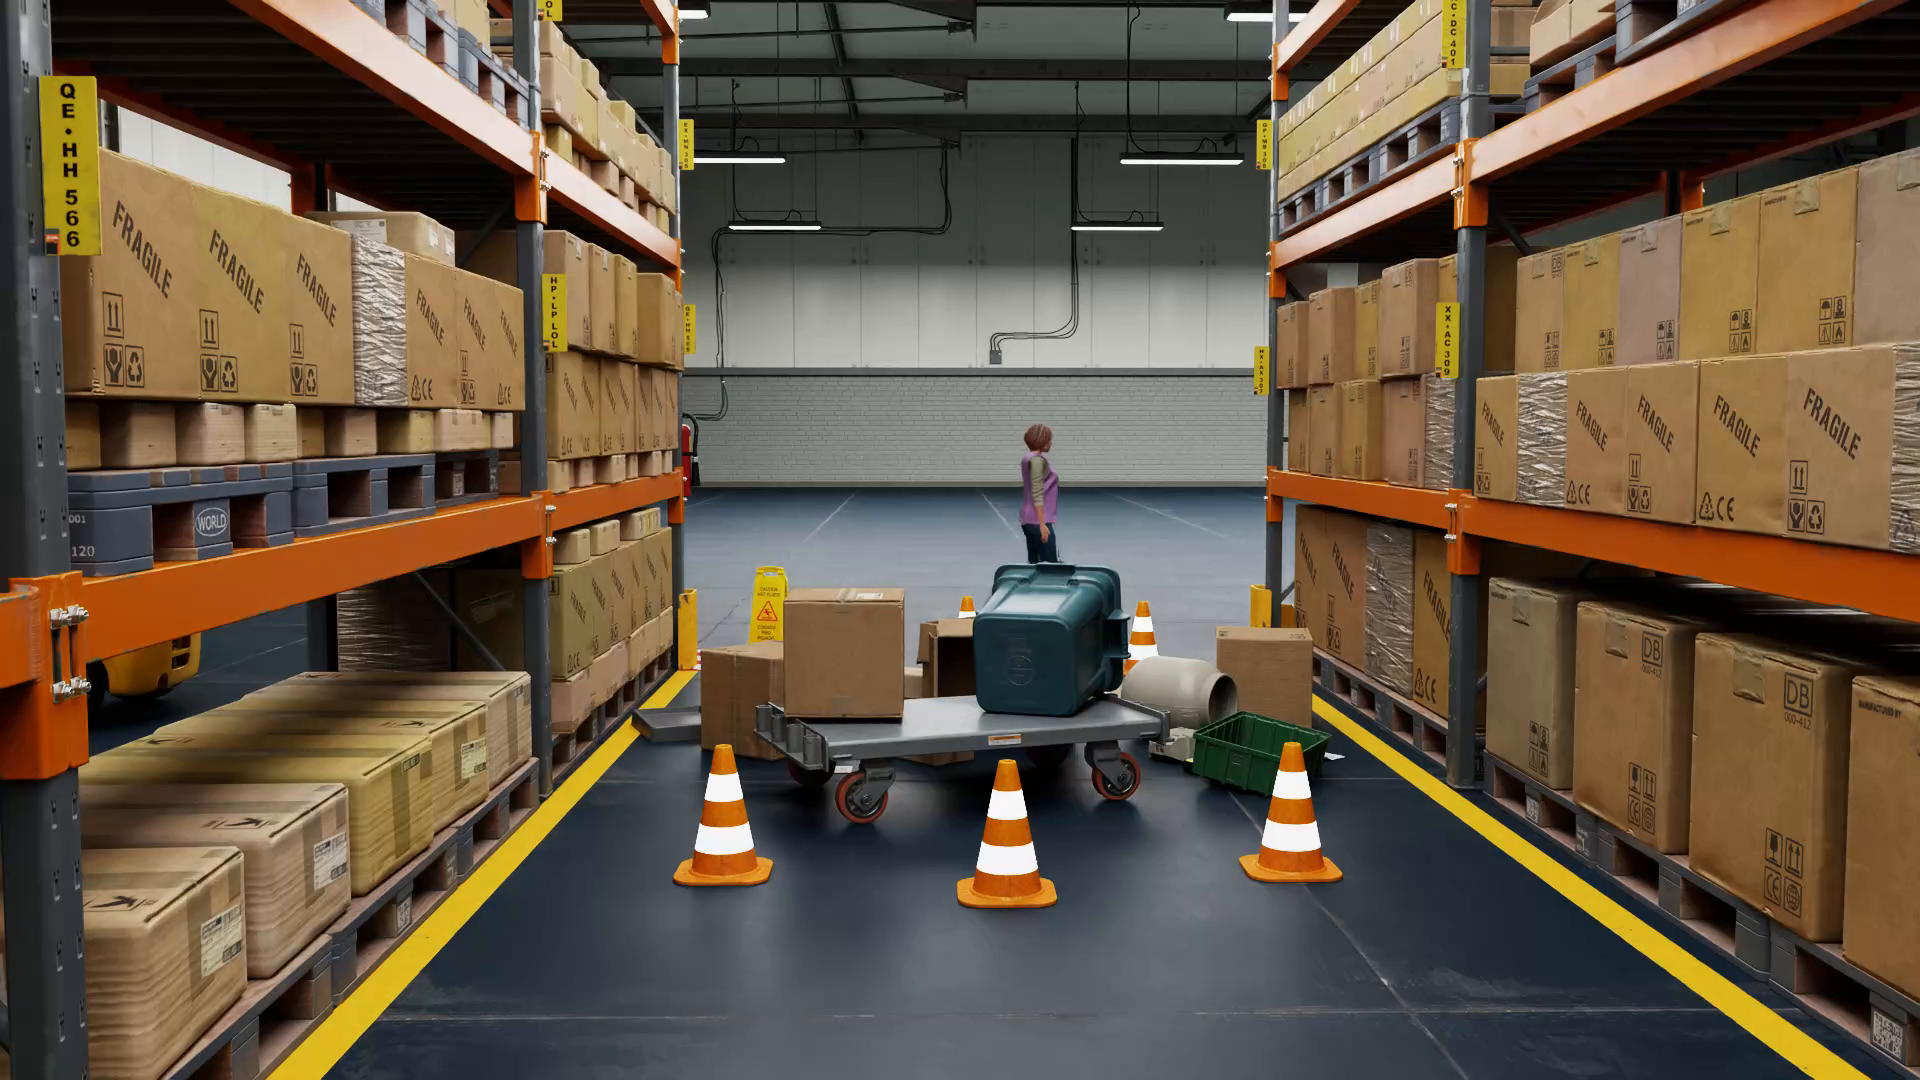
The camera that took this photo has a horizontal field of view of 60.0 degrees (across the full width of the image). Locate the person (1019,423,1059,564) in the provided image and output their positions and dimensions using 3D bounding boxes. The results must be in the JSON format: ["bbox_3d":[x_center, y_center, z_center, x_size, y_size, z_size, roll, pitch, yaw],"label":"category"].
[{"bbox_3d":[0.622,-0.095,13.069,0.309,1.639,0.451,0,4,-7],"label":"person"}]
